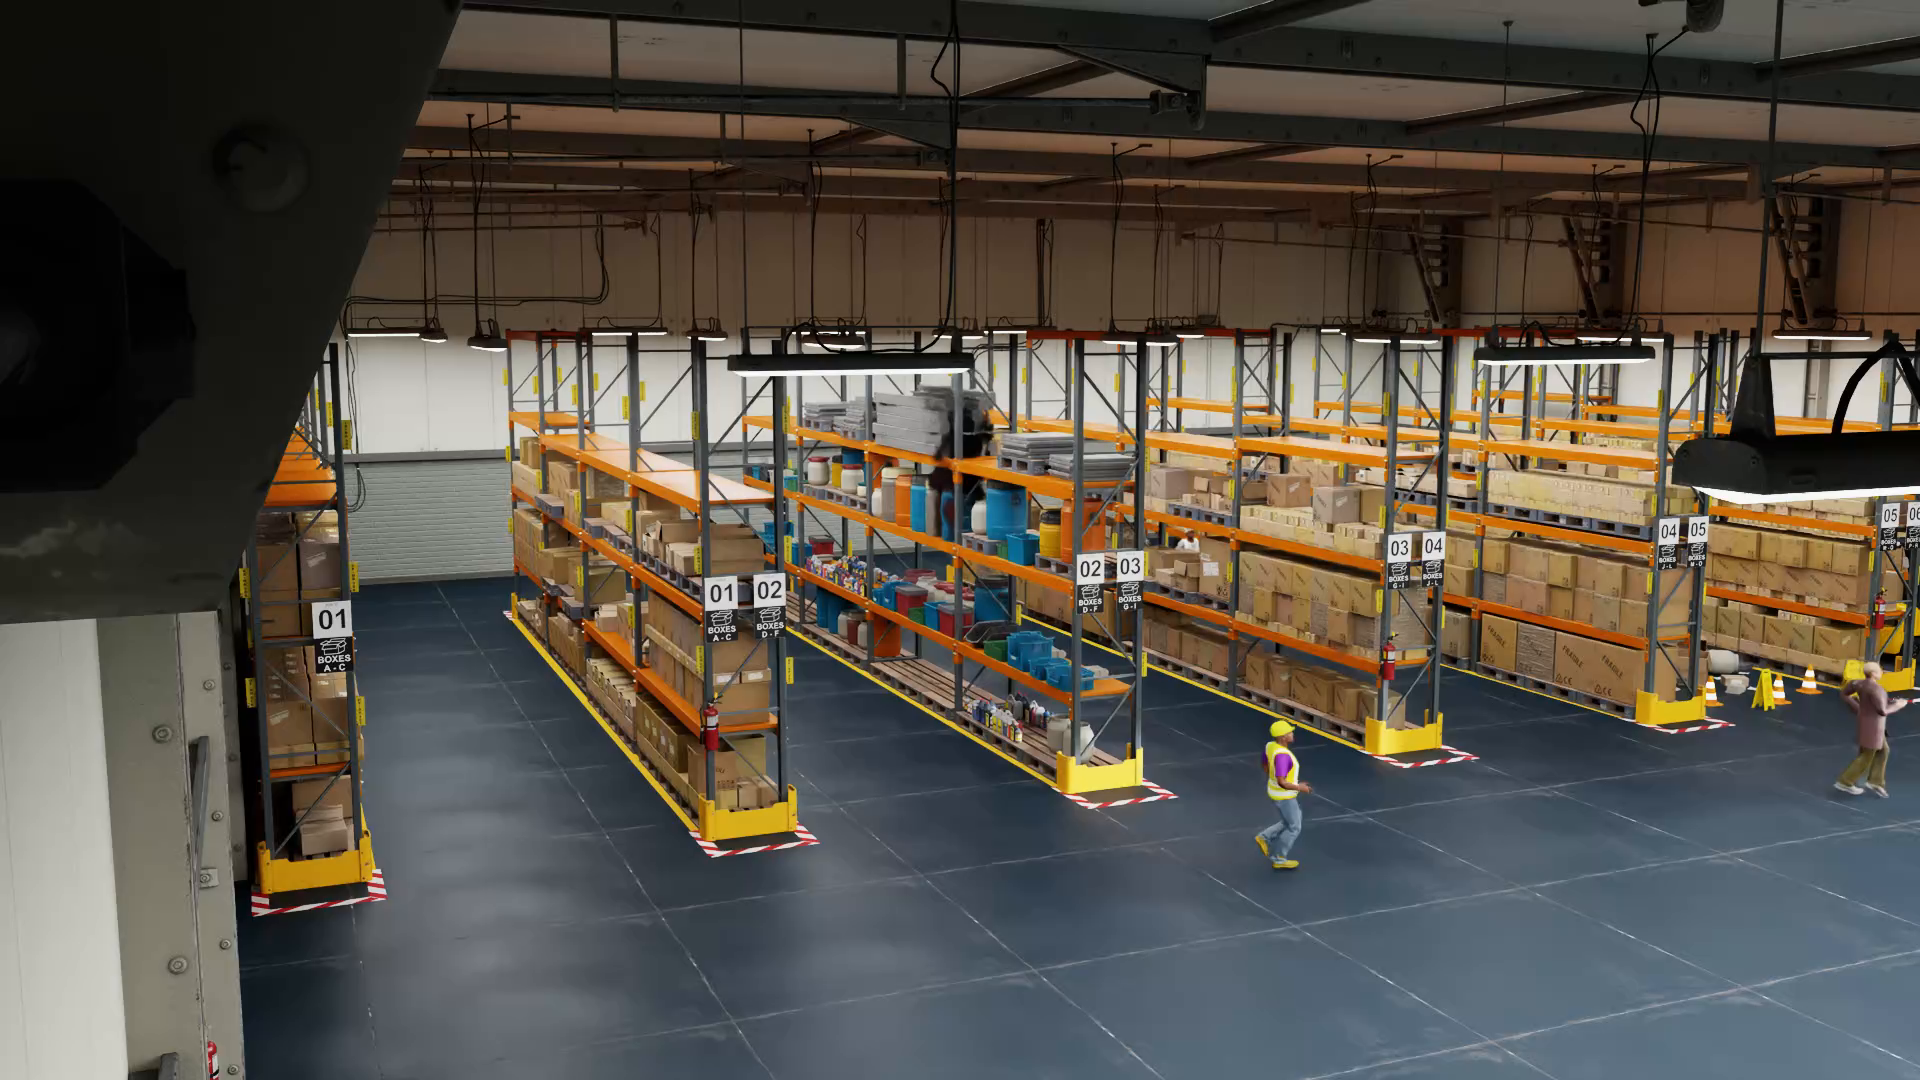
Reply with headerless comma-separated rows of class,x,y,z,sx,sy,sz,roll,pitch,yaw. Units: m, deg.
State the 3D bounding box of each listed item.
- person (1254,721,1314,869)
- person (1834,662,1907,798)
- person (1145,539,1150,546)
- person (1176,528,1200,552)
person,3.696,2.904,19.005,0.601,1.719,0.695,0,8,-1
person,11.894,2.505,21.743,0.805,1.845,0.686,1,8,10
person,3.886,0.785,34.855,0.592,1.629,0.583,-4,9,-28
person,4.986,0.574,35.908,0.684,1.752,1.013,-3,8,-22
